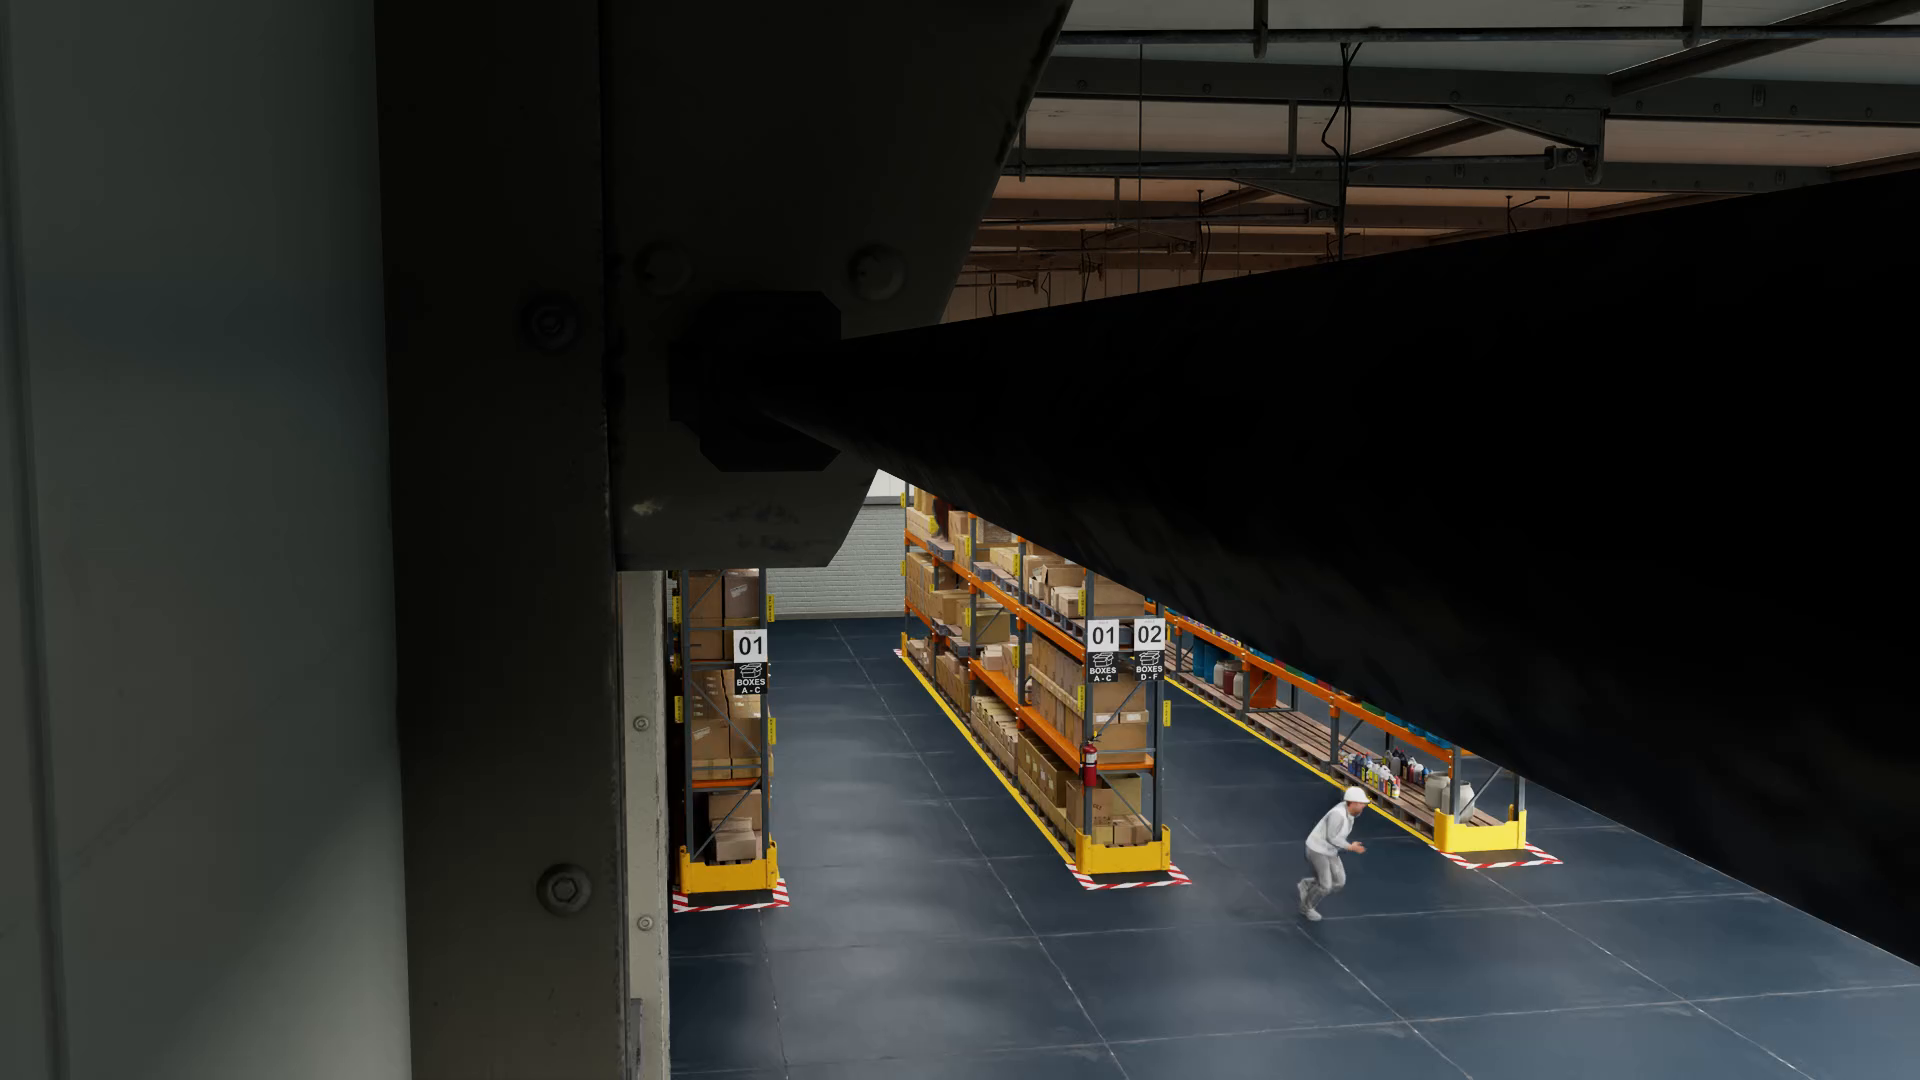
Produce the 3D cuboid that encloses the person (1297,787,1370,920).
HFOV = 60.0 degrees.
[{"bbox_3d":[4.286,3.571,19.067,0.829,1.589,0.683,4,7,31],"label":"person"}]
